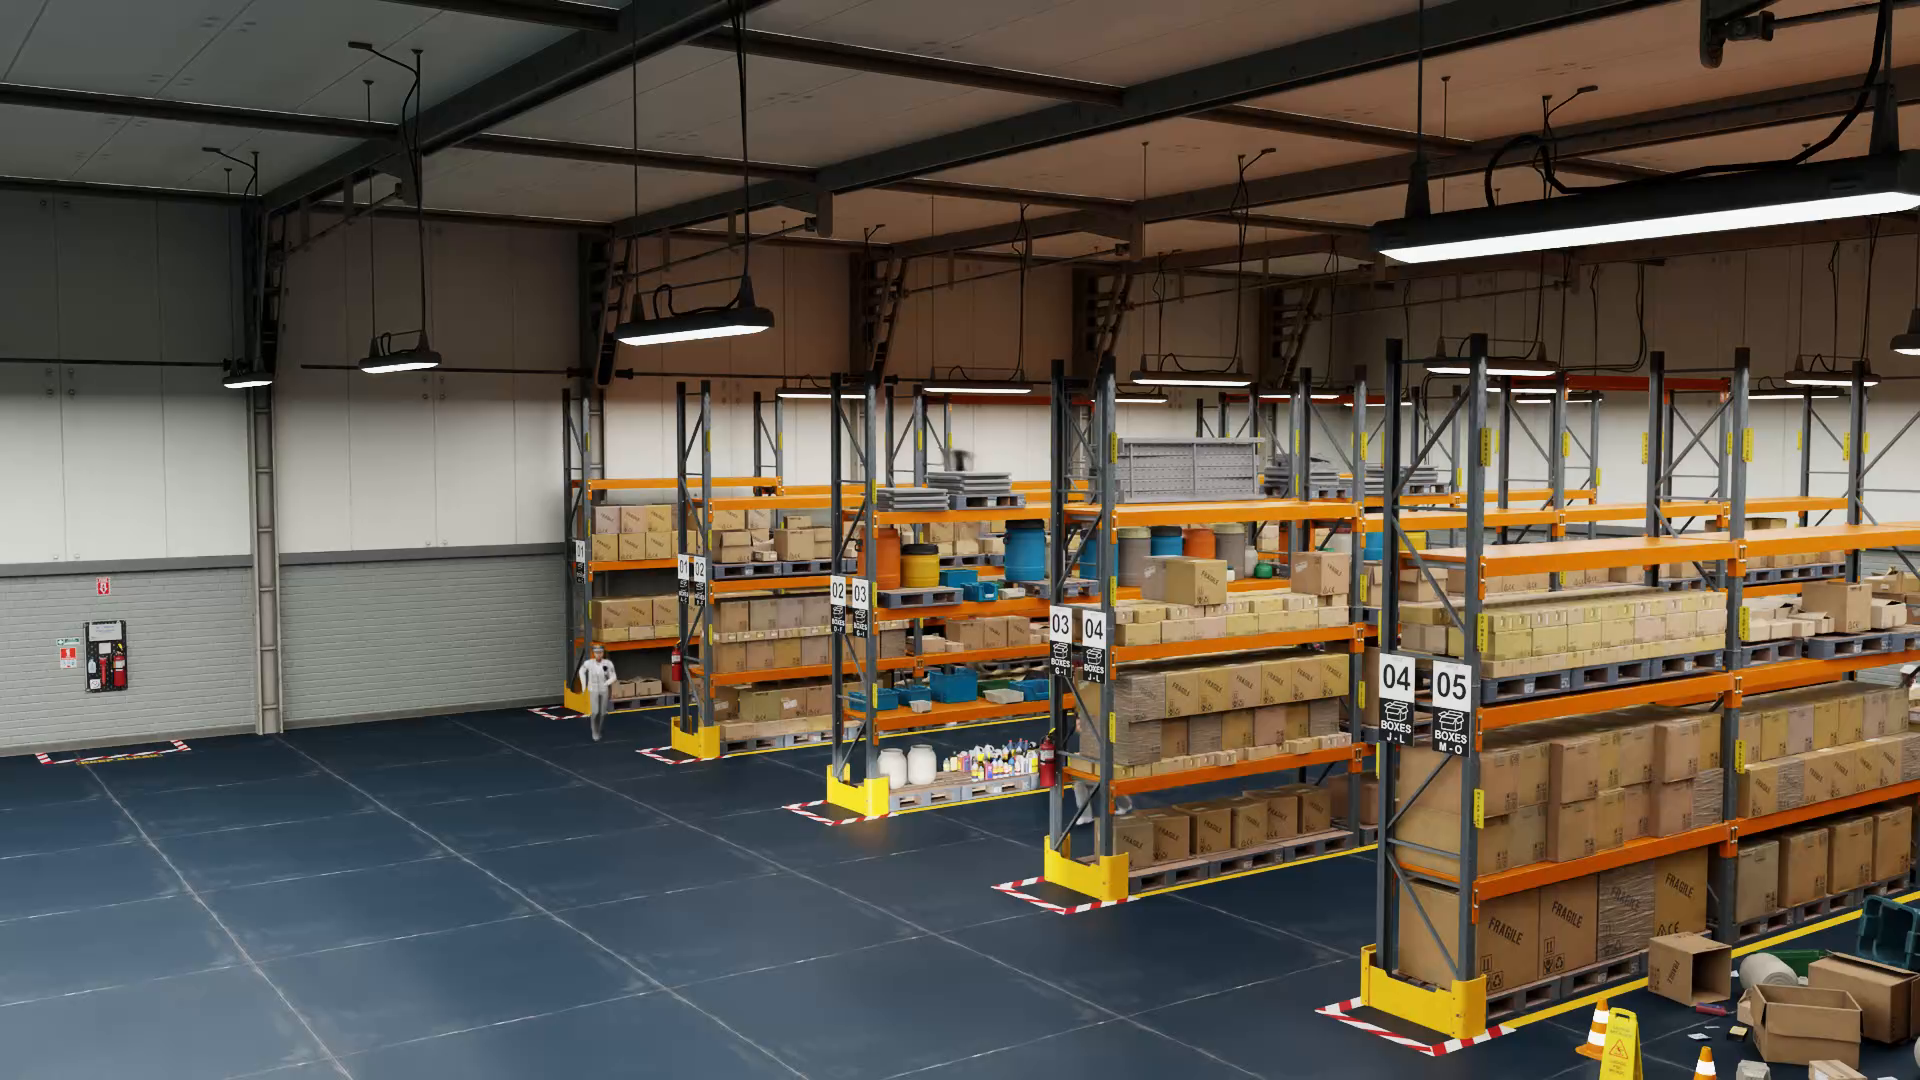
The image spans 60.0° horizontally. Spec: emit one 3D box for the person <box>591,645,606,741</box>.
[{"bbox_3d":[-6.068,2.553,27.973,0.281,1.659,0.580,-1,4,-15],"label":"person"}]

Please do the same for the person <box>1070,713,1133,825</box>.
[{"bbox_3d":[1.914,2.975,21.961,1.042,1.511,0.570,-2,4,-31],"label":"person"}]

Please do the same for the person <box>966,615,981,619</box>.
[{"bbox_3d":[0.273,1.718,33.019,0.432,0.665,0.597,-3,5,-36],"label":"person"}]

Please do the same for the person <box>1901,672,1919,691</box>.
[{"bbox_3d":[14.257,2.705,25.069,0.721,1.640,0.833,-1,4,-10],"label":"person"}]
